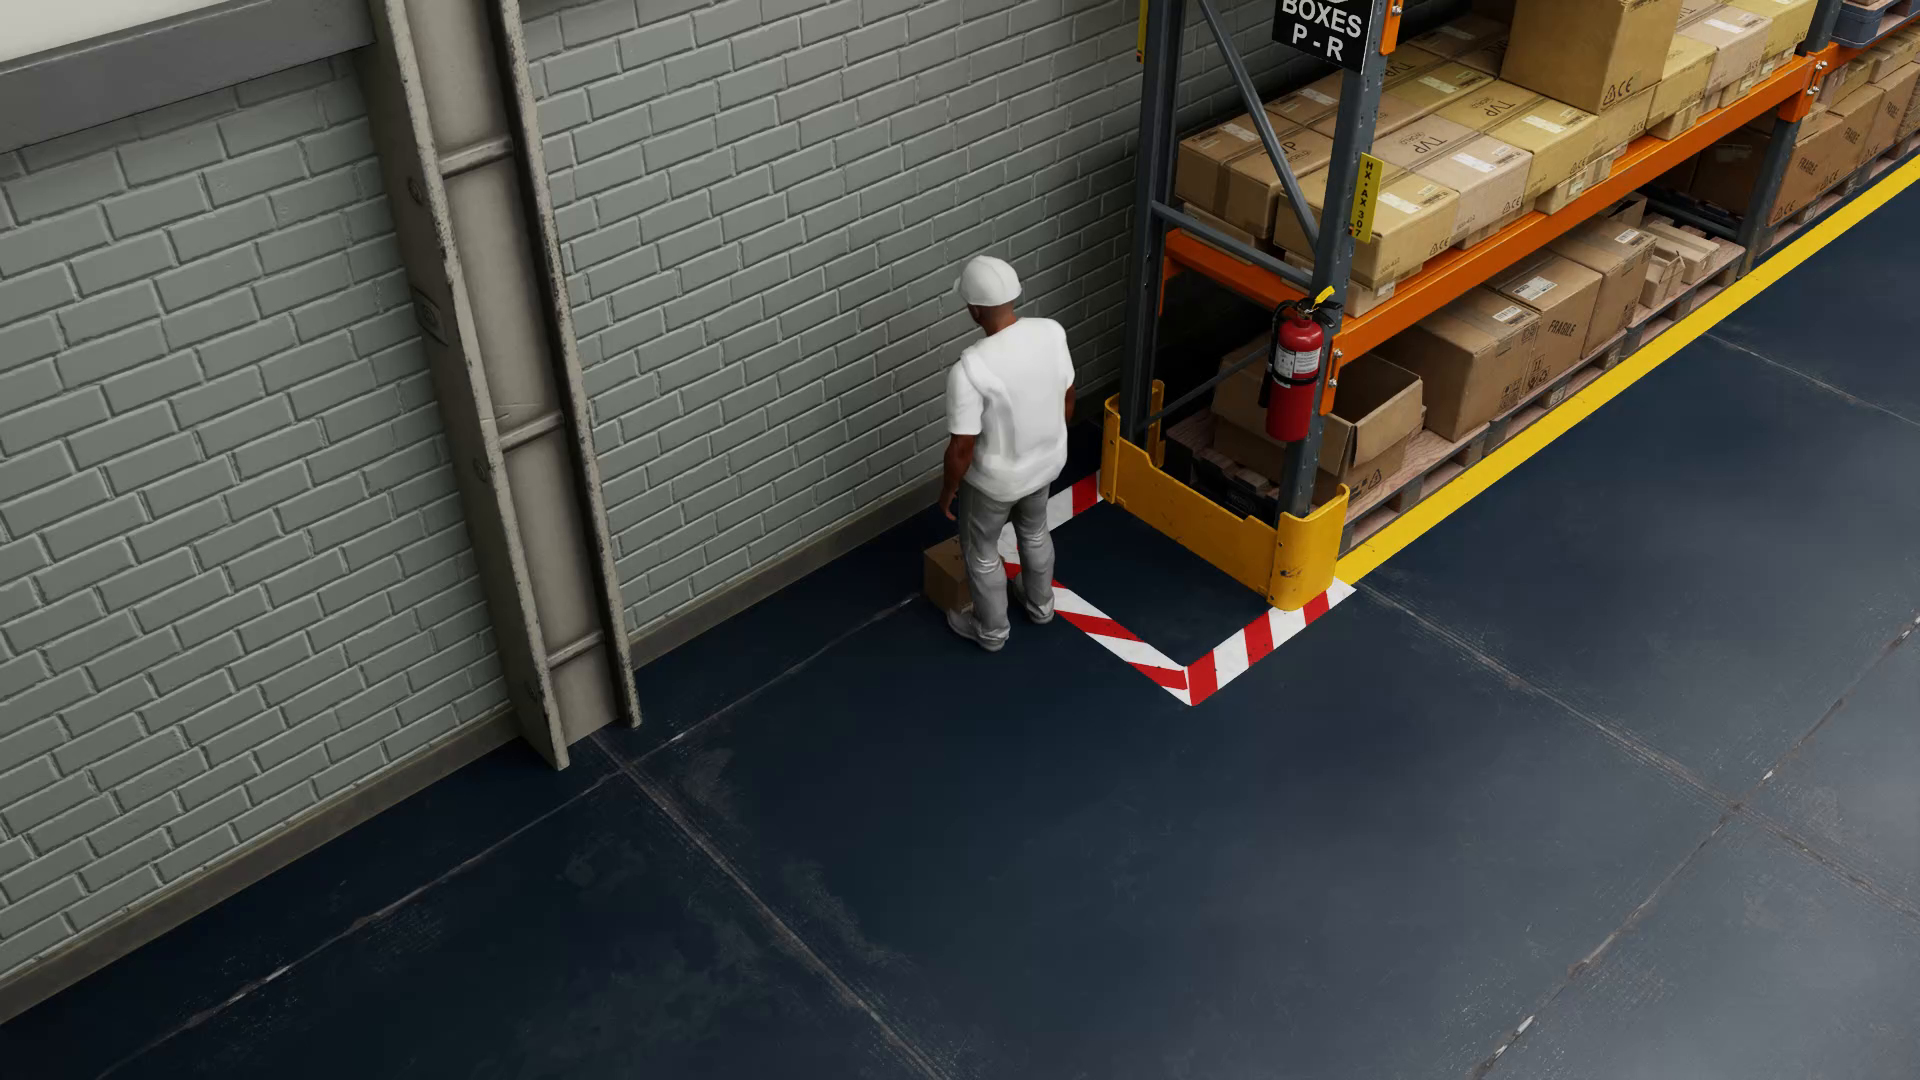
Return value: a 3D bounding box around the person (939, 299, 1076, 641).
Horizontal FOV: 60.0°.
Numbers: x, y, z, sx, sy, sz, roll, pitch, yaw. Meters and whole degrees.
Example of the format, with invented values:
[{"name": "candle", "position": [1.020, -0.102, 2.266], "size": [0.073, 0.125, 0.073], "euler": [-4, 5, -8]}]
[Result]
[{"name": "person", "position": [0.166, -0.326, 6.518], "size": [0.627, 1.659, 0.358], "euler": [-26, 46, -28]}]
